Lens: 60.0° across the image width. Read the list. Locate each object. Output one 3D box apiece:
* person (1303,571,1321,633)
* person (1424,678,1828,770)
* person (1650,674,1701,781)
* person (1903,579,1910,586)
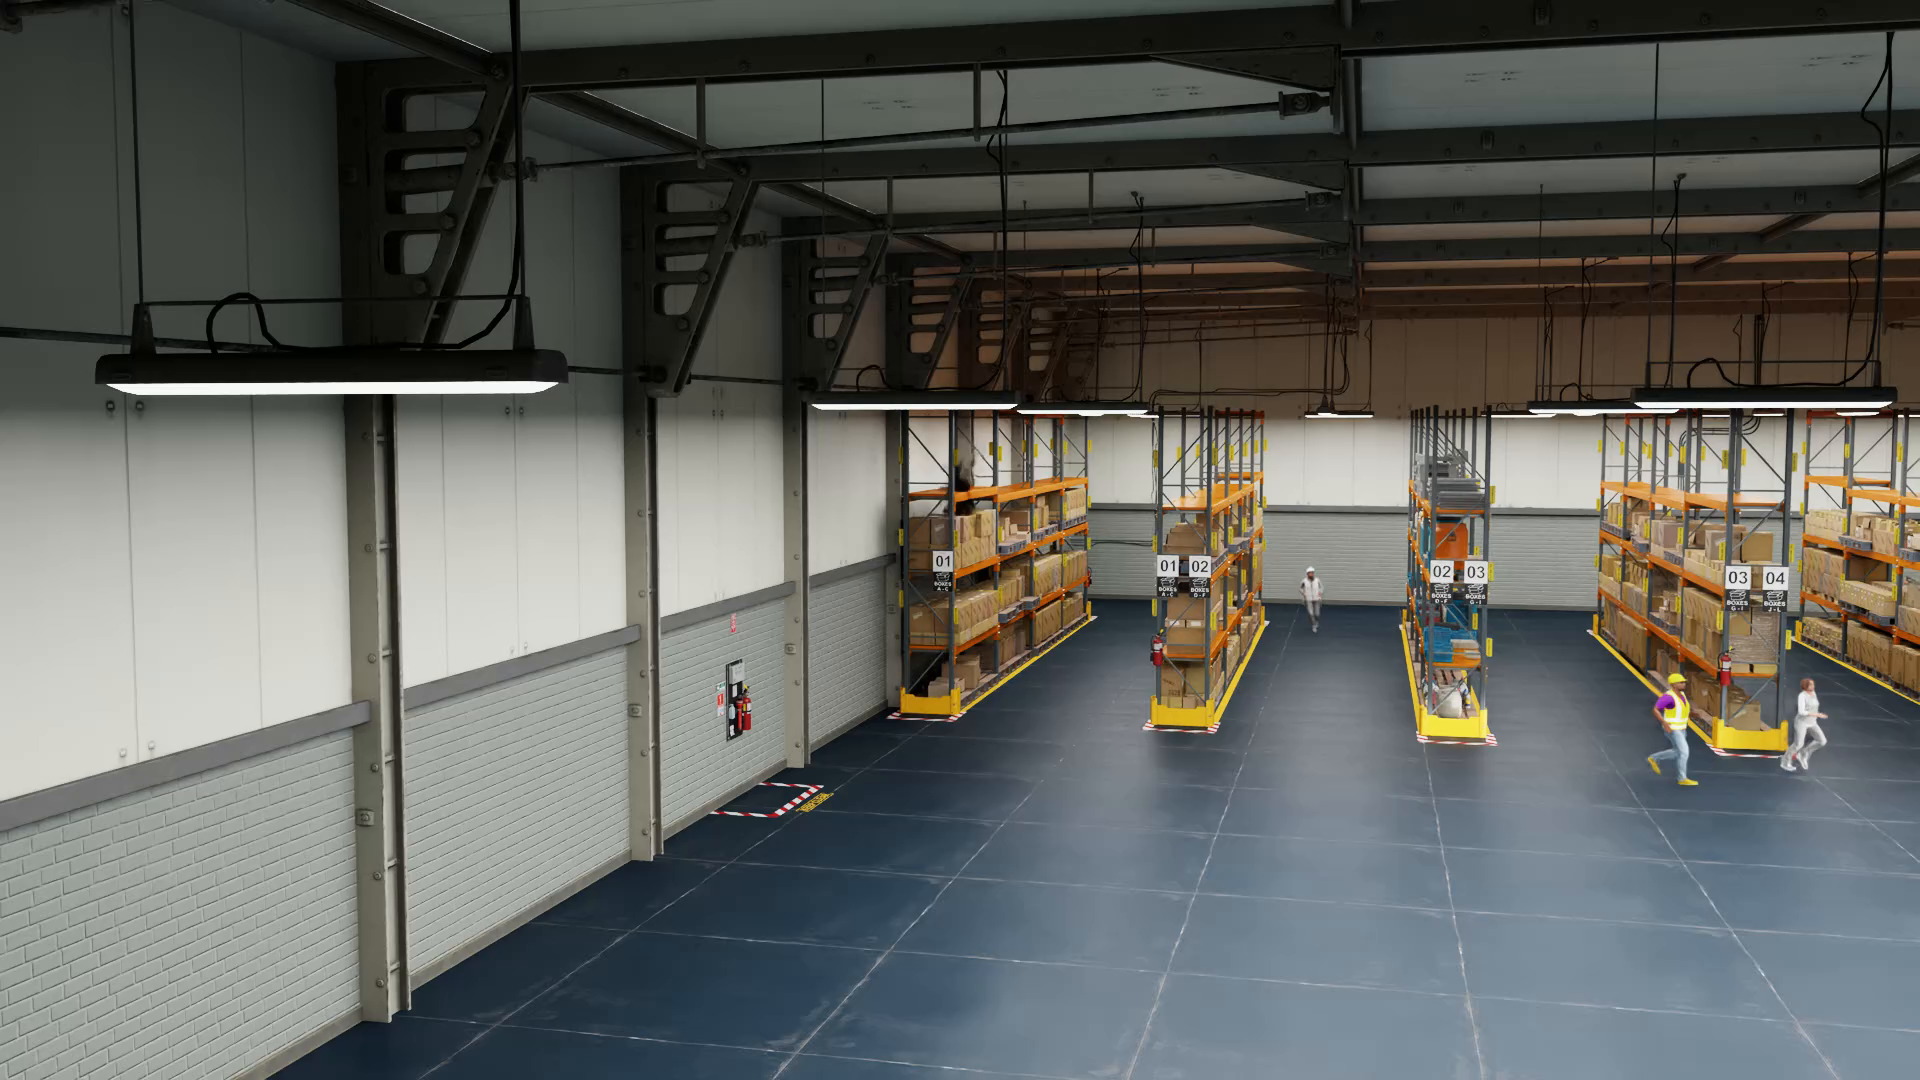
[{"bbox_3d":[9.568,1.645,45.266,0.545,1.701,0.732,0,4,5],"label":"person"},{"bbox_3d":[11.552,2.812,29.499,1.995,1.555,7.320,-2,5,-28],"label":"person"},{"bbox_3d":[11.233,2.938,26.197,0.705,1.678,0.754,-4,6,-43],"label":"person"},{"bbox_3d":[24.927,1.772,43.852,0.547,1.618,0.427,1,4,12],"label":"person"}]
